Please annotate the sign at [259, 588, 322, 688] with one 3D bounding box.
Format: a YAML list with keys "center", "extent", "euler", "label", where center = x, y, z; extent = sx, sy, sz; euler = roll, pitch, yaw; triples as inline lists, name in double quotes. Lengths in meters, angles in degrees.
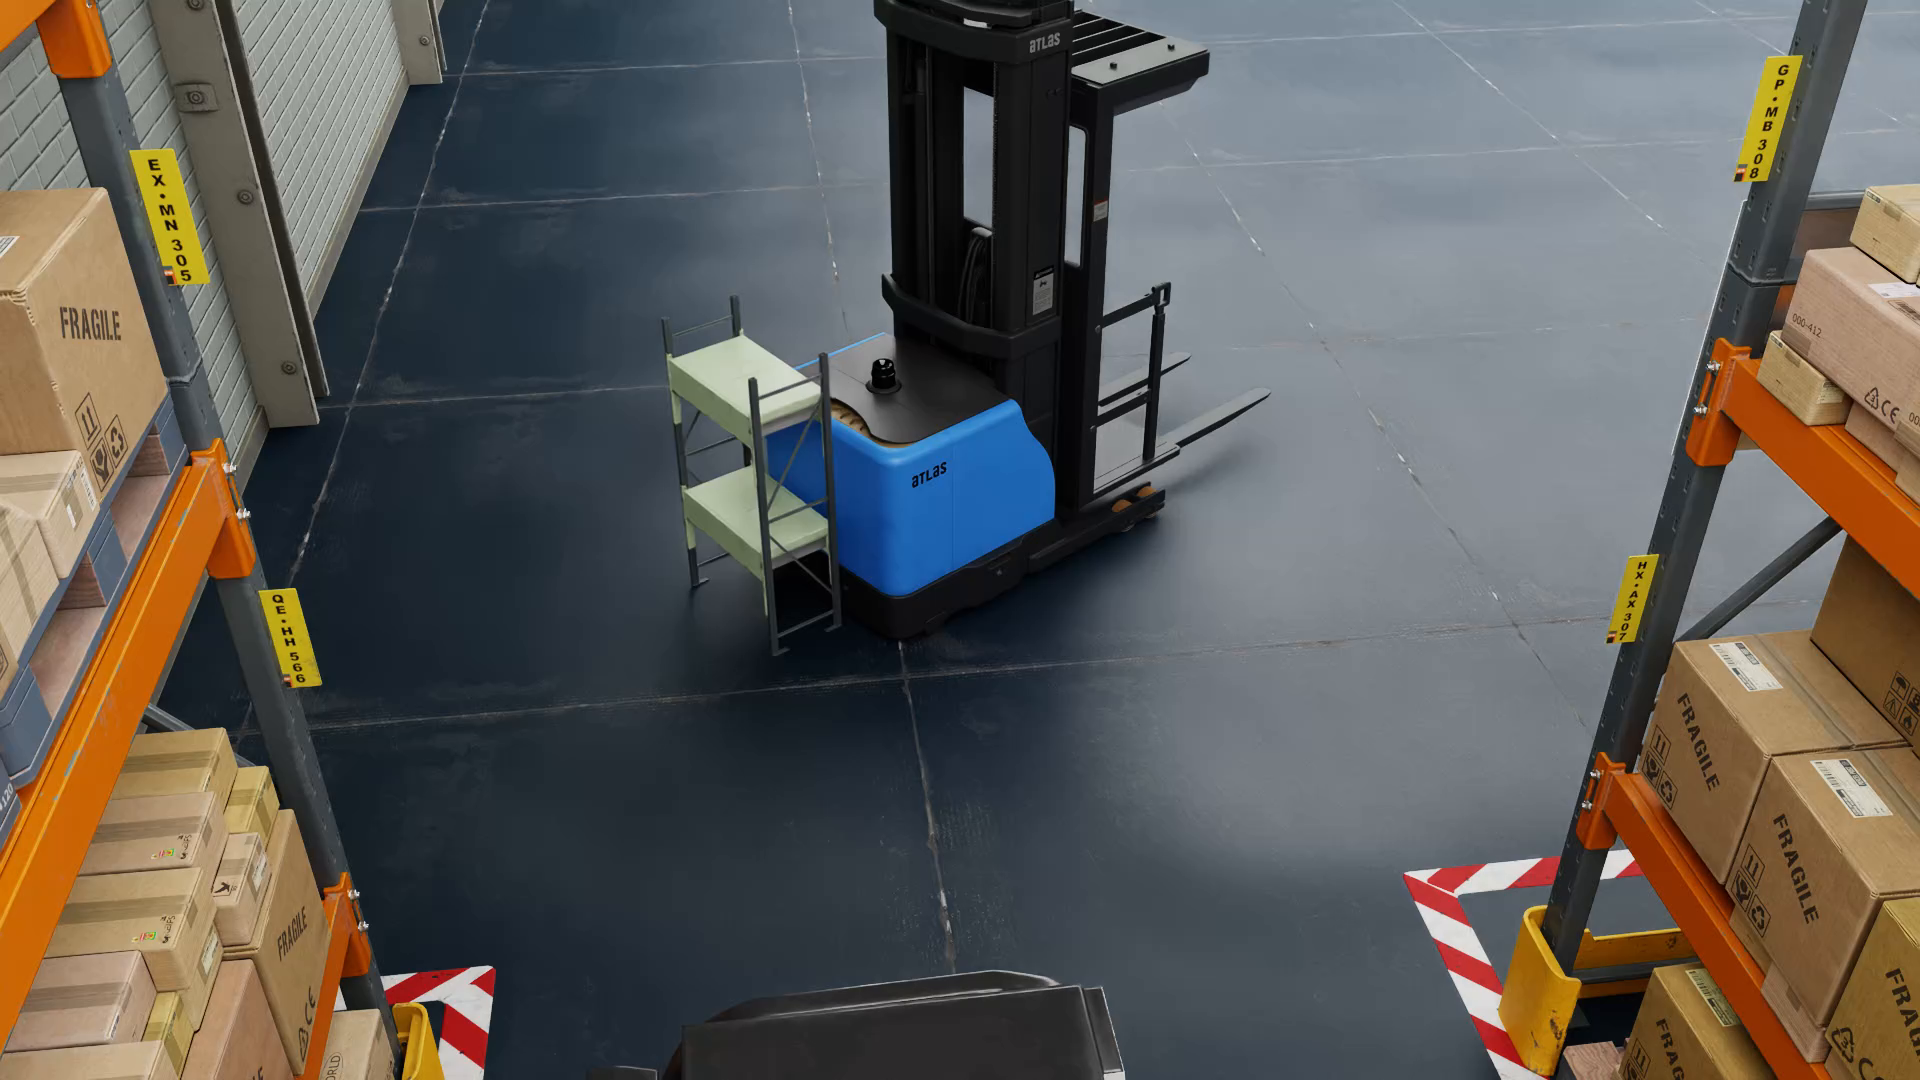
- center: [-1.797, 0.266, 4.457]
  extent: [0.100, 0.325, 0.005]
  euler: [-4, 35, -6]
  label: "sign"

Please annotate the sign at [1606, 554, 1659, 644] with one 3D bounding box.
- center: [2.044, 0.181, 5.052]
  extent: [0.100, 0.325, 0.005]
  euler: [-4, 35, -6]
  label: "sign"

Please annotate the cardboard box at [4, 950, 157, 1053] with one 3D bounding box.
- center: [-1.993, 1.051, 3.615]
  extent: [0.380, 0.149, 0.250]
  euler: [-4, 34, -6]
  label: "cardboard box"

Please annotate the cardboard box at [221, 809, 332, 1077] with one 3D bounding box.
- center: [-2.010, 1.089, 4.399]
  extent: [0.500, 0.500, 0.500]
  euler: [-5, 35, -7]
  label: "cardboard box"

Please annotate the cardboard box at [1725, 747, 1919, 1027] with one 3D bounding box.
- center: [2.444, 0.908, 4.402]
  extent: [0.500, 0.500, 0.500]
  euler: [-3, 34, -5]
  label: "cardboard box"

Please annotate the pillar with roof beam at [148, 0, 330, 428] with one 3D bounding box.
- center: [0.323, -4.821, 7.833]
  extent: [9.100, 9.000, 0.400]
  euler: [-4, 35, -6]
  label: "pillar with roof beam"

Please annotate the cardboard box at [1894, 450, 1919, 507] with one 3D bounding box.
- center: [2.430, -0.138, 3.849]
  extent: [0.380, 0.149, 0.250]
  euler: [-3, 34, -5]
  label: "cardboard box"

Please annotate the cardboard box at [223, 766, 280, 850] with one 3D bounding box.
- center: [-2.012, 0.739, 4.338]
  extent: [0.380, 0.149, 0.250]
  euler: [-4, 34, -6]
  label: "cardboard box"

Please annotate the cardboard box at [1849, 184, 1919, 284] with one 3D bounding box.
- center: [2.428, -0.754, 4.044]
  extent: [0.380, 0.149, 0.250]
  euler: [-5, 35, -7]
  label: "cardboard box"

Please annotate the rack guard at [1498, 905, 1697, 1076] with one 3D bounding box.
- center: [2.592, 1.573, 5.998]
  extent: [1.175, 0.500, 0.348]
  euler: [-4, 35, -6]
  label: "rack guard"

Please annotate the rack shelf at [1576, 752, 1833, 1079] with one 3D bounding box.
- center: [2.851, 1.911, 3.921]
  extent: [1.077, 0.370, 4.000]
  euler: [-4, 35, -6]
  label: "rack shelf"

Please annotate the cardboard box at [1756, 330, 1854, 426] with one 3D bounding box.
- center: [2.305, -0.428, 4.274]
  extent: [0.380, 0.149, 0.250]
  euler: [-4, 35, -6]
  label: "cardboard box"

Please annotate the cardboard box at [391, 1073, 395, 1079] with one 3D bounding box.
- center: [-1.961, 1.880, 4.953]
  extent: [0.500, 0.250, 0.500]
  euler: [-5, 35, -7]
  label: "cardboard box"

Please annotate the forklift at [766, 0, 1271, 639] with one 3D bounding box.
- center: [0.462, -1.450, 8.275]
  extent: [3.031, 2.935, 1.130]
  euler: [-27, 43, -34]
  label: "forklift"

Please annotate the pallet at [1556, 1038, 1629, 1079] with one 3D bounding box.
- center: [2.666, 2.148, 5.410]
  extent: [1.003, 0.211, 1.213]
  euler: [-4, 35, -6]
  label: "pallet"

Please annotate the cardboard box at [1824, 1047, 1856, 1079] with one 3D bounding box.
- center: [2.482, 1.388, 4.273]
  extent: [0.380, 0.149, 0.250]
  euler: [-3, 34, -5]
  label: "cardboard box"

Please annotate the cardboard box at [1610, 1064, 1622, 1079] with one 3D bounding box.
- center: [2.416, 1.932, 5.321]
  extent: [0.500, 0.250, 0.500]
  euler: [-5, 35, -7]
  label: "cardboard box"

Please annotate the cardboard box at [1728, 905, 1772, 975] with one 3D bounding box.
- center: [2.426, 1.101, 4.694]
  extent: [0.380, 0.149, 0.250]
  euler: [-5, 35, -8]
  label: "cardboard box"

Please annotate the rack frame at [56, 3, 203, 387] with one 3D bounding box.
- center: [-2.336, -1.603, 3.112]
  extent: [1.000, 3.000, 0.127]
  euler: [-4, 35, -6]
  label: "rack frame"

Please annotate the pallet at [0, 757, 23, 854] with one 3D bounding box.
- center: [-2.099, 0.752, 2.398]
  extent: [1.003, 0.211, 1.213]
  euler: [-4, 35, -6]
  label: "pallet"

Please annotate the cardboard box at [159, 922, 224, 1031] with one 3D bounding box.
- center: [-1.974, 1.028, 3.912]
  extent: [0.380, 0.149, 0.250]
  euler: [-4, 34, -5]
  label: "cardboard box"

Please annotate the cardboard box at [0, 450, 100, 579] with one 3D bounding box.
- center: [-1.924, -0.035, 3.236]
  extent: [0.380, 0.149, 0.250]
  euler: [-5, 35, -8]
  label: "cardboard box"

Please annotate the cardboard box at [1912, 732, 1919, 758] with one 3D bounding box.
- center: [2.928, 0.472, 4.153]
  extent: [0.700, 0.500, 0.500]
  euler: [-4, 34, -6]
  label: "cardboard box"

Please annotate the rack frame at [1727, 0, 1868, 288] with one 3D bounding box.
- center: [2.582, -1.981, 3.667]
  extent: [1.000, 3.000, 0.127]
  euler: [-4, 35, -6]
  label: "rack frame"

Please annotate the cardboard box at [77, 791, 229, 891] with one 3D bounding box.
- center: [-2.015, 0.763, 4.038]
  extent: [0.380, 0.149, 0.250]
  euler: [-4, 35, -6]
  label: "cardboard box"

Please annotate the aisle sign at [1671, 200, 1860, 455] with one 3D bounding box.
- center: [2.266, -0.588, 4.640]
  extent: [0.394, 0.787, 0.004]
  euler: [-4, 35, -6]
  label: "aisle sign"

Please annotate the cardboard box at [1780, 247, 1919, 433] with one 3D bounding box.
- center: [2.386, -0.502, 4.028]
  extent: [0.500, 0.250, 0.500]
  euler: [-5, 35, -7]
  label: "cardboard box"

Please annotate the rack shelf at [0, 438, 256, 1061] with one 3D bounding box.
- center: [-2.067, 1.050, 2.521]
  extent: [1.077, 0.370, 4.000]
  euler: [-4, 35, -6]
  label: "rack shelf"

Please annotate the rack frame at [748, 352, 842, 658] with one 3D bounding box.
- center: [-0.742, -0.133, 7.613]
  extent: [0.400, 1.500, 0.023]
  euler: [-24, 41, -31]
  label: "rack frame"

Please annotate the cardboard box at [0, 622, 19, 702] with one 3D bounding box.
- center: [-1.997, 0.188, 2.597]
  extent: [0.700, 0.500, 0.500]
  euler: [-4, 34, -6]
  label: "cardboard box"

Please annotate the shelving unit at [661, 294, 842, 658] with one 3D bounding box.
- center: [-0.969, -0.294, 7.850]
  extent: [0.431, 1.500, 0.755]
  euler: [-24, 41, -31]
  label: "shelving unit"

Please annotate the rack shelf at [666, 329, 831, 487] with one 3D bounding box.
- center: [-0.970, -0.617, 7.630]
  extent: [0.431, 0.370, 0.720]
  euler: [-24, 41, -31]
  label: "rack shelf"
